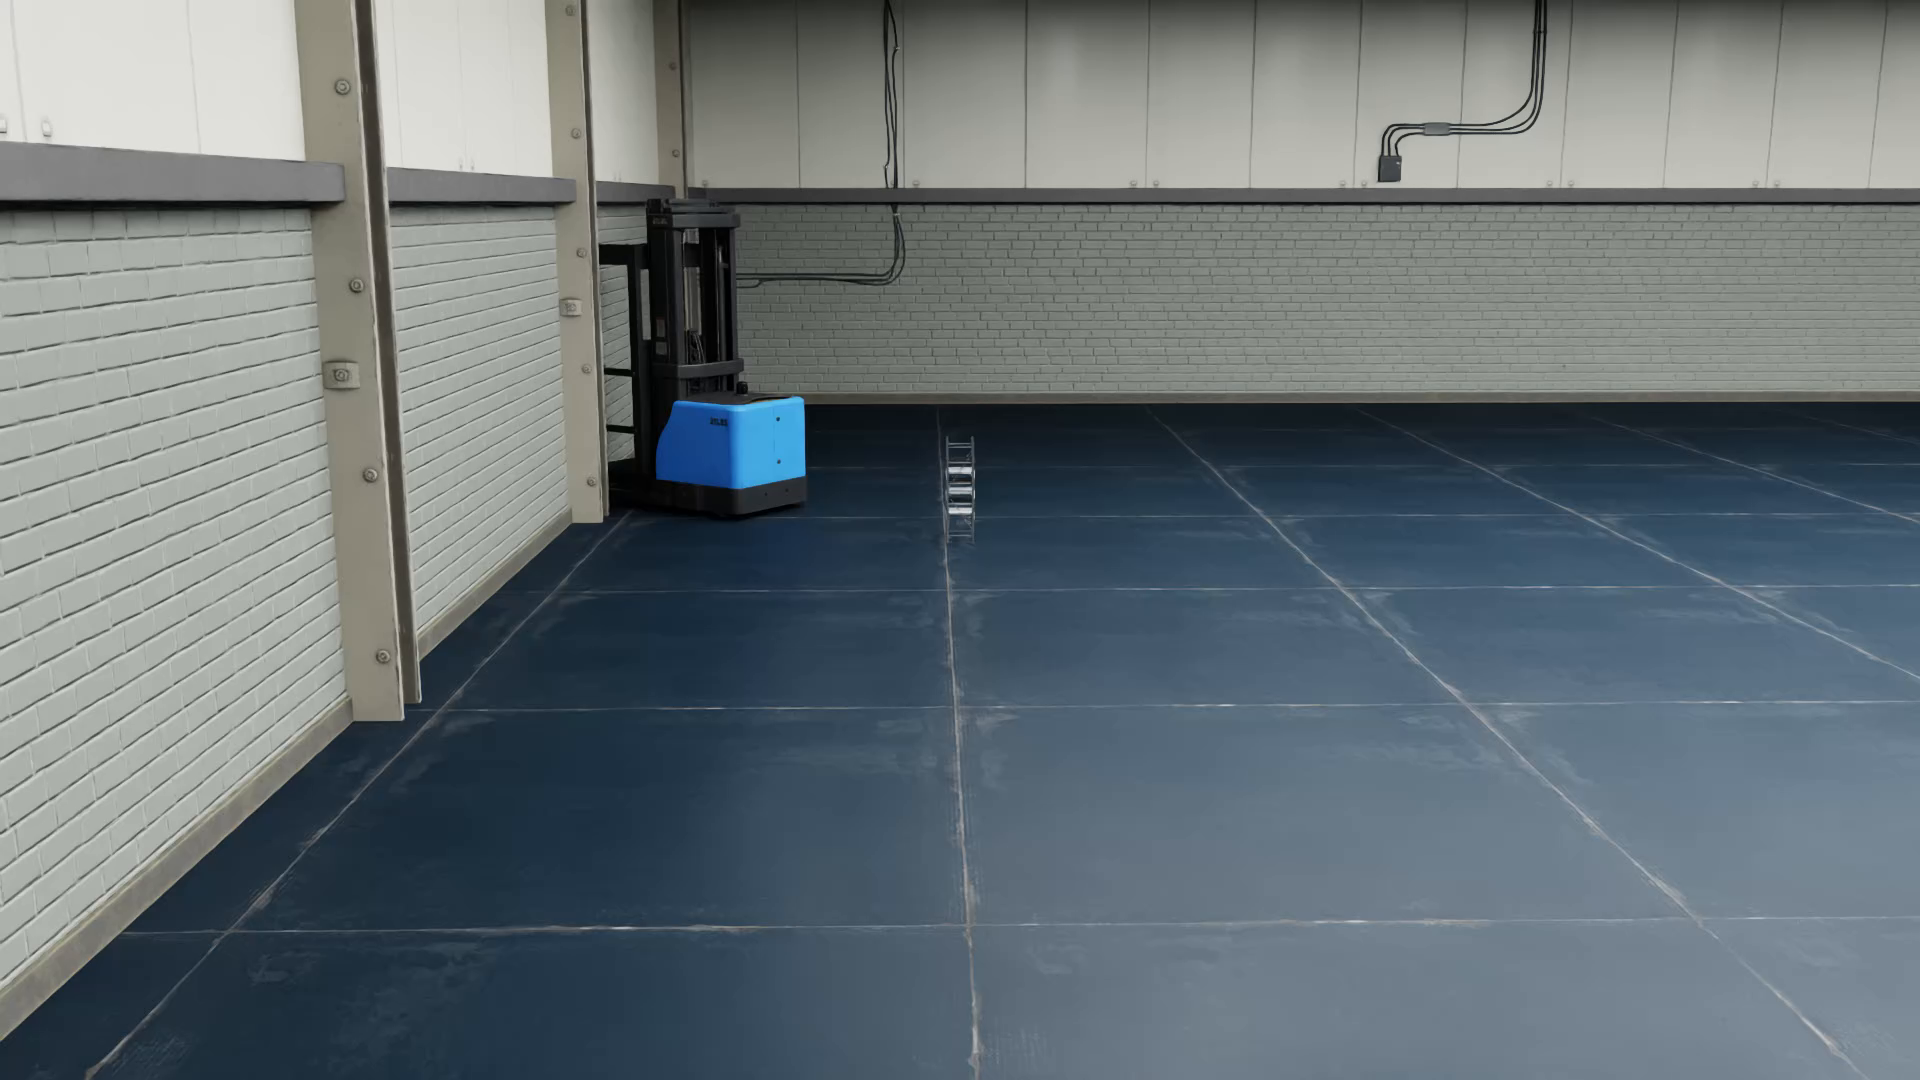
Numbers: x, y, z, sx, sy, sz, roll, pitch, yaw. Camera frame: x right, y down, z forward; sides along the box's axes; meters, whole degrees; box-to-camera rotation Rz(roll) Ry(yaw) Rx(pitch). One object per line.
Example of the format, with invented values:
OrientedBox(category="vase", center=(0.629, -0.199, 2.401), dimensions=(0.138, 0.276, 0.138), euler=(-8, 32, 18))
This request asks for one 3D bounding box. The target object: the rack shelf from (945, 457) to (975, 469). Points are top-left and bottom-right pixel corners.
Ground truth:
OrientedBox(category="rack shelf", center=(0.000, -0.671, 14.415), dimensions=(0.258, 0.077, 0.200), euler=(0, 11, -1))

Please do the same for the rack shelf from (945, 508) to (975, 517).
OrientedBox(category="rack shelf", center=(0.000, -0.230, 14.504), dimensions=(0.258, 0.077, 0.200), euler=(0, 11, -1))

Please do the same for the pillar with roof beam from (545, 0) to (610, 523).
OrientedBox(category="pillar with roof beam", center=(0.839, -4.628, 14.740), dimensions=(9.100, 9.000, 0.400), euler=(0, 11, -1))

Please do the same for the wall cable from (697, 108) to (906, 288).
OrientedBox(category="wall cable", center=(-2.328, -4.873, 23.754), dimensions=(3.097, 2.526, 0.112), euler=(0, 11, -1))

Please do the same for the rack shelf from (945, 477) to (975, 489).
OrientedBox(category="rack shelf", center=(0.000, -0.495, 14.450), dimensions=(0.258, 0.077, 0.200), euler=(0, 11, -1))

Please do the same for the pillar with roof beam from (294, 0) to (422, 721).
OrientedBox(category="pillar with roof beam", center=(0.963, -3.436, 8.862), dimensions=(9.100, 9.000, 0.400), euler=(0, 11, -1))

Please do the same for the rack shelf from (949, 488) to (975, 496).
OrientedBox(category="rack shelf", center=(0.000, -0.407, 14.468), dimensions=(0.258, 0.077, 0.200), euler=(0, 11, -1))

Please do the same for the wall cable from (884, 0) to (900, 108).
OrientedBox(category="wall cable", center=(0.377, -7.359, 23.307), dimensions=(3.097, 2.526, 0.112), euler=(0, 11, -1))

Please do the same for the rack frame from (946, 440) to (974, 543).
OrientedBox(category="rack frame", center=(0.002, -0.419, 14.362), dimensions=(0.240, 0.900, 0.006), euler=(0, 11, -1))

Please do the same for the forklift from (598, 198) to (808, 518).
OrientedBox(category="forklift", center=(-2.978, -1.849, 16.303), dimensions=(3.031, 2.935, 1.130), euler=(8, 14, 34))

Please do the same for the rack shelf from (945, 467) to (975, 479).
OrientedBox(category="rack shelf", center=(0.000, -0.583, 14.433), dimensions=(0.258, 0.077, 0.200), euler=(0, 11, -1))

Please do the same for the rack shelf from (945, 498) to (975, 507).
OrientedBox(category="rack shelf", center=(0.000, -0.319, 14.486), dimensions=(0.258, 0.077, 0.200), euler=(0, 11, -1))

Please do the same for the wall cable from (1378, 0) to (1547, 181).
OrientedBox(category="wall cable", center=(7.164, -8.097, 23.284), dimensions=(2.305, 6.003, 0.169), euler=(0, 11, -1))

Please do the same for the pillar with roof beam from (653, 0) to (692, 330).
OrientedBox(category="pillar with roof beam", center=(0.715, -5.821, 20.619), dimensions=(9.100, 9.000, 0.400), euler=(0, 11, -1))

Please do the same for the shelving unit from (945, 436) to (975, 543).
OrientedBox(category="shelving unit", center=(0.000, -0.439, 14.462), dimensions=(0.258, 0.900, 0.210), euler=(0, 11, -1))

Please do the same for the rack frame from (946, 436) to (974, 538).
OrientedBox(category="rack frame", center=(-0.002, -0.460, 14.561), dimensions=(0.240, 0.900, 0.006), euler=(0, 11, -1))
